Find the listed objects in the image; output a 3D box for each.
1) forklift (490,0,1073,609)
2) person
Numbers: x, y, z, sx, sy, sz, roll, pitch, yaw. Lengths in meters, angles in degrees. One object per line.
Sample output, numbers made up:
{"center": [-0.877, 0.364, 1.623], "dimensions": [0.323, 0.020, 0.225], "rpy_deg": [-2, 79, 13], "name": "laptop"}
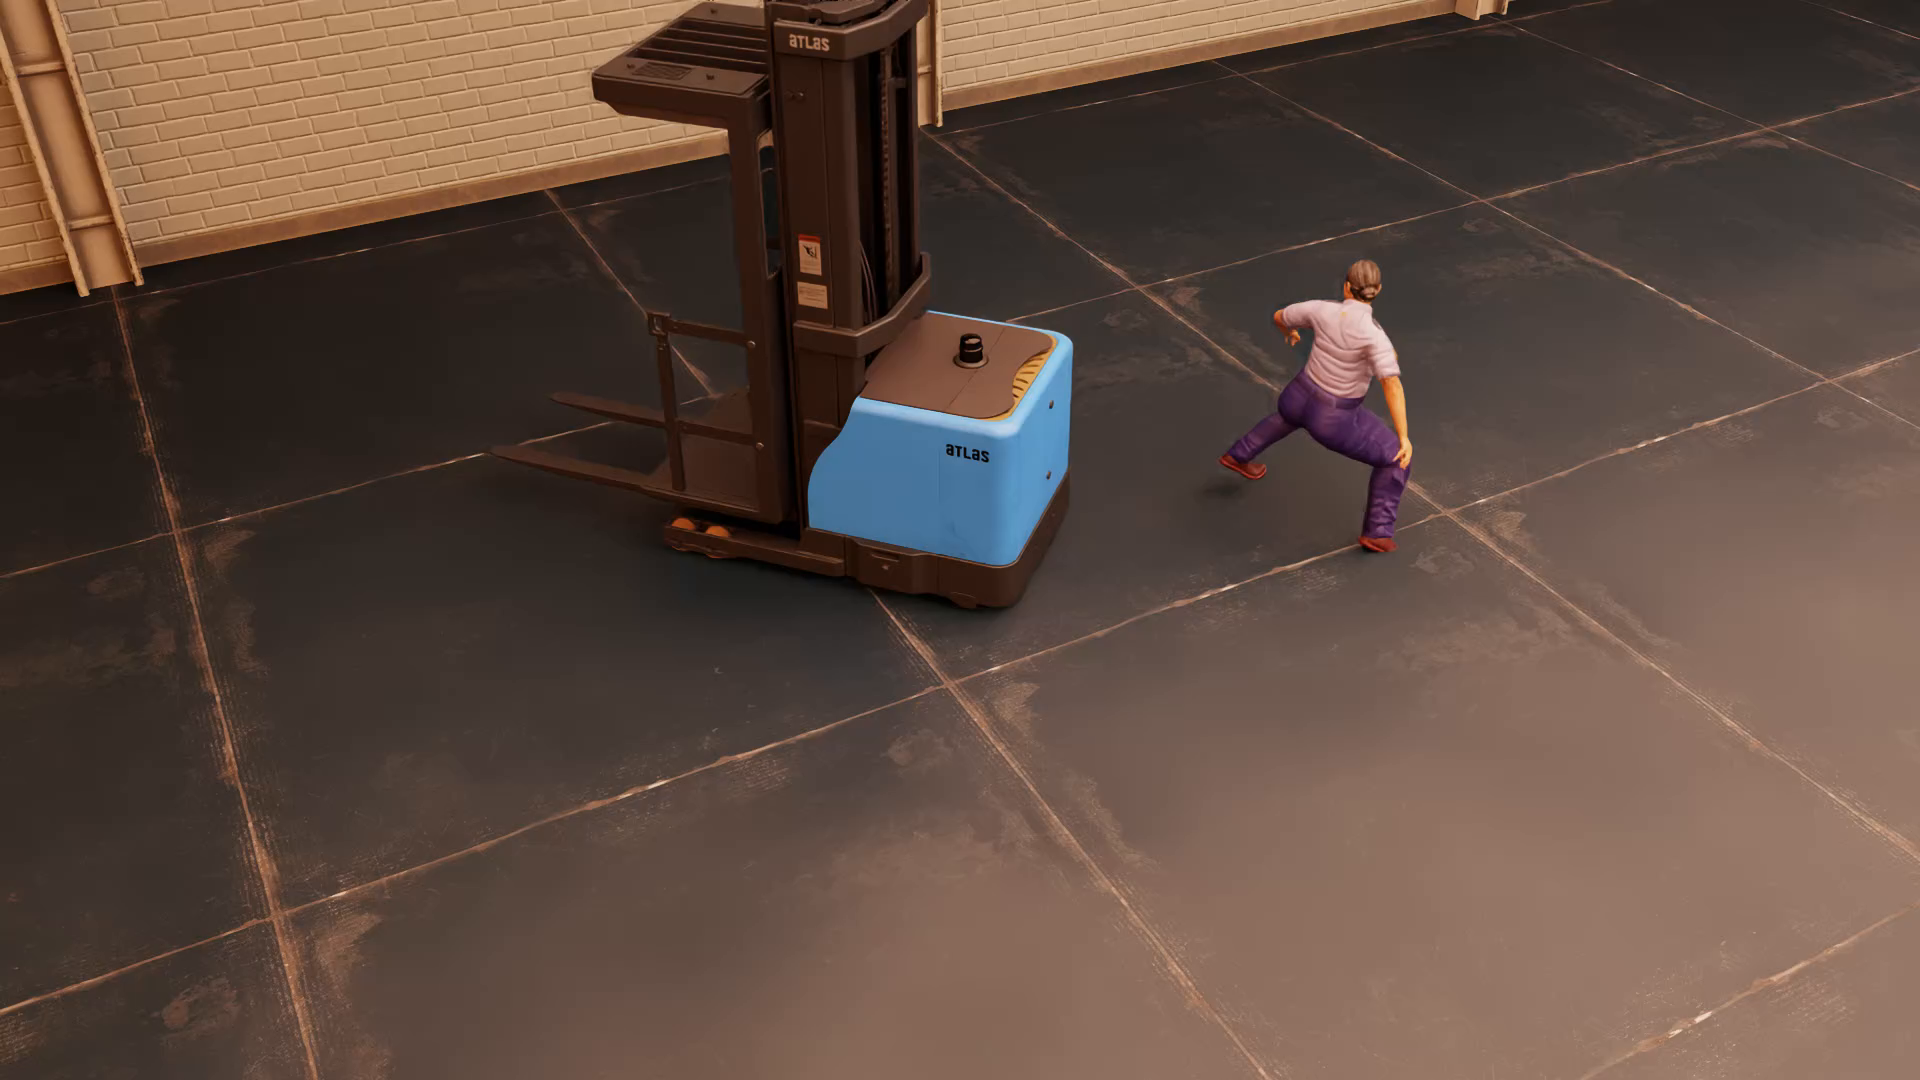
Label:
{"center": [-0.998, -1.374, 8.067], "dimensions": [3.031, 2.935, 1.130], "rpy_deg": [12, 37, 16], "name": "forklift"}
{"center": [1.907, -0.664, 8.381], "dimensions": [0.508, 1.563, 1.129], "rpy_deg": [-23, 41, -29], "name": "person"}
